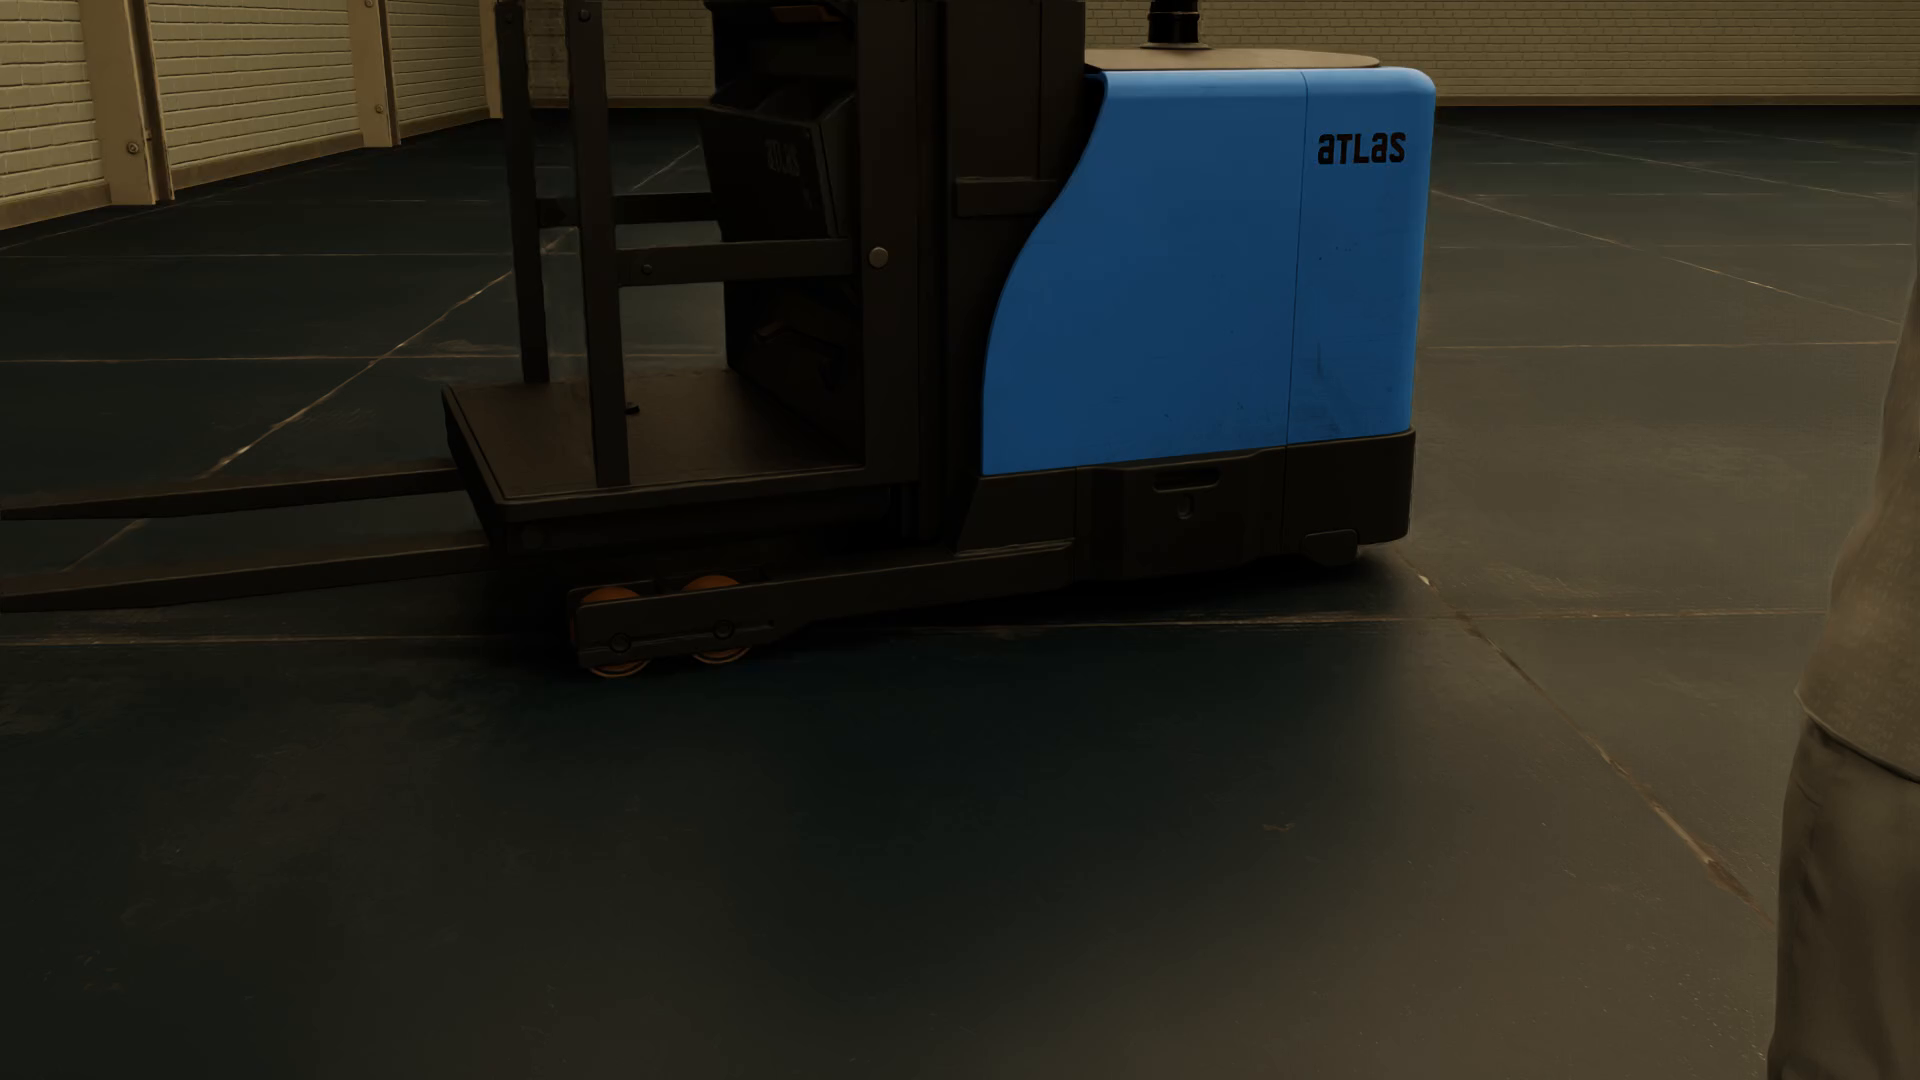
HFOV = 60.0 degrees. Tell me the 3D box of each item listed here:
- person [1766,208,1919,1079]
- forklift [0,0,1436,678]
[{"bbox_3d":[1.061,0.082,1.321,0.737,1.410,0.963,3,17,9],"label":"person"},{"bbox_3d":[-0.564,-1.320,3.223,3.031,2.935,1.130,-7,18,-21],"label":"forklift"}]
